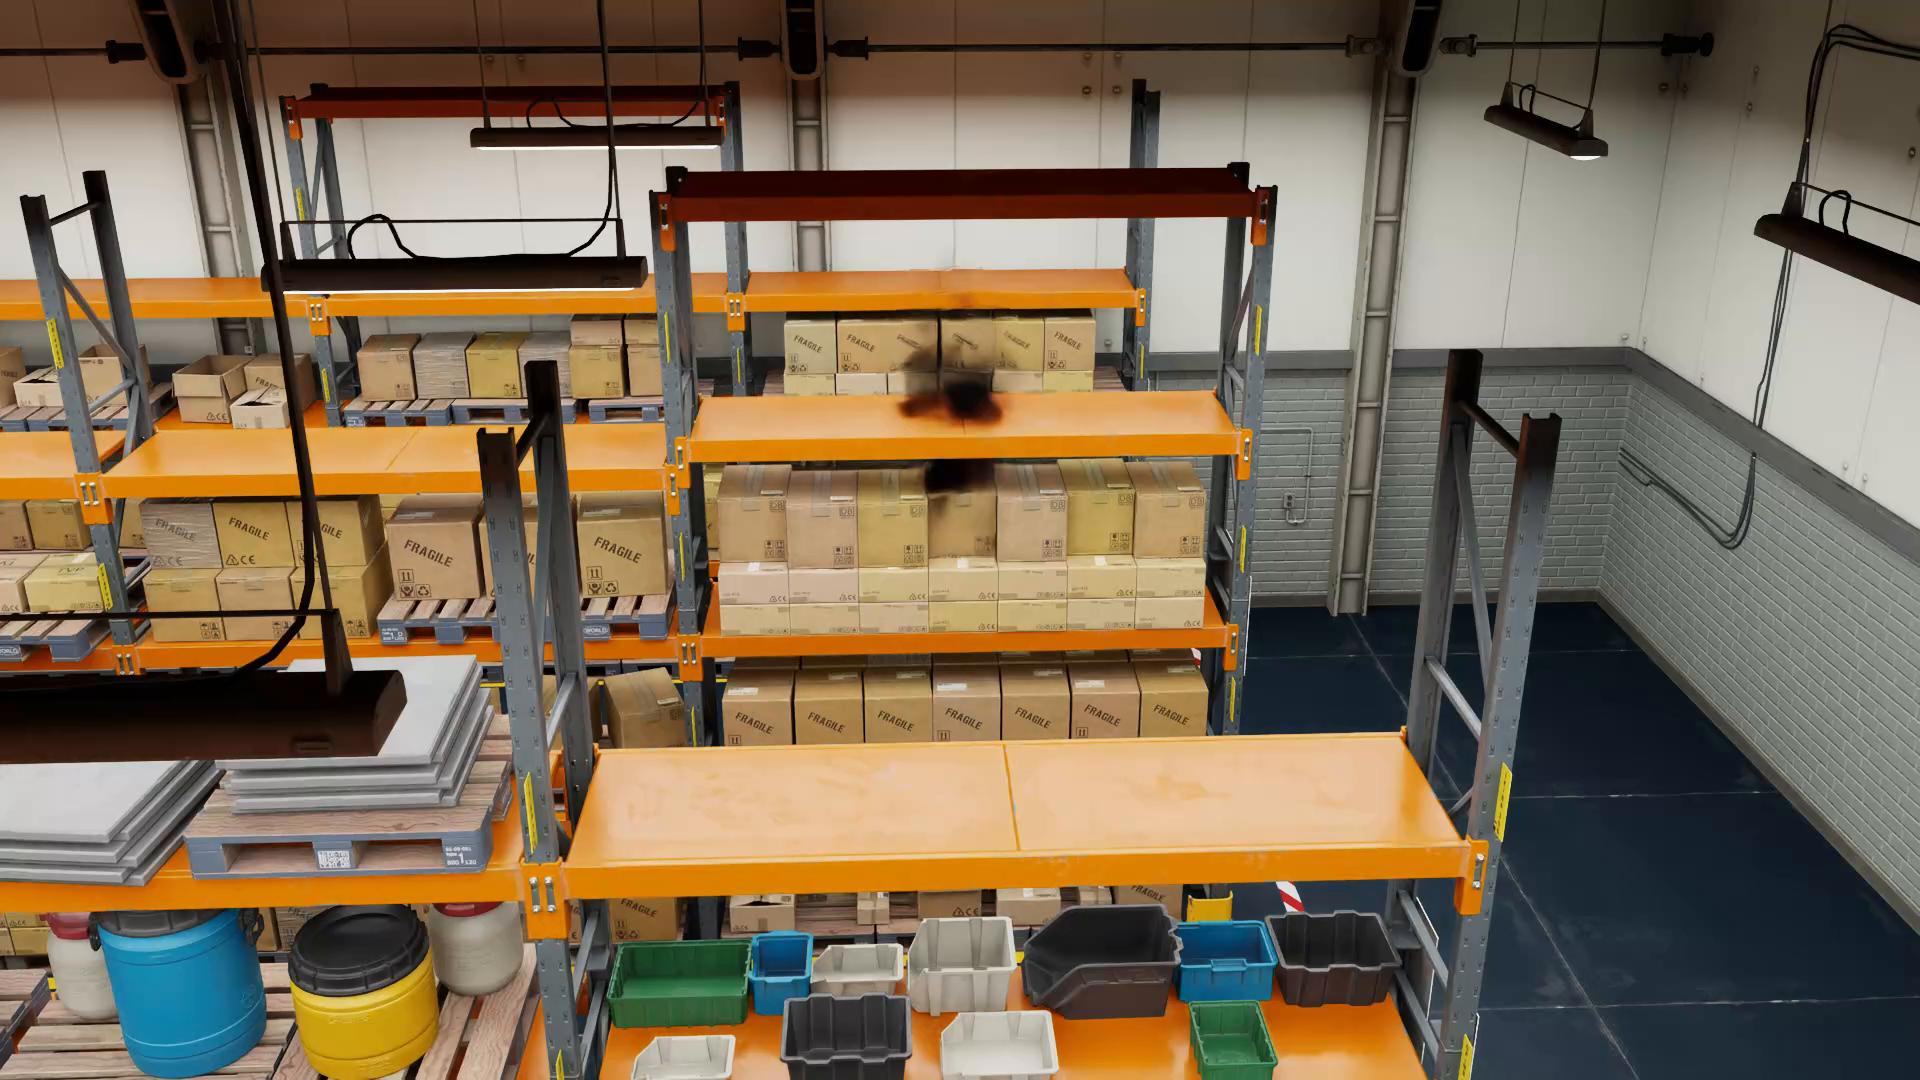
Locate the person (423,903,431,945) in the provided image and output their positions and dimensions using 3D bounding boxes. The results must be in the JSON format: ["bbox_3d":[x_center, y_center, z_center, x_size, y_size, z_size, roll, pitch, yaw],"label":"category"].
[{"bbox_3d":[-3.325,2.937,10.860,0.583,1.762,0.677,-4,23,-10],"label":"person"}]
